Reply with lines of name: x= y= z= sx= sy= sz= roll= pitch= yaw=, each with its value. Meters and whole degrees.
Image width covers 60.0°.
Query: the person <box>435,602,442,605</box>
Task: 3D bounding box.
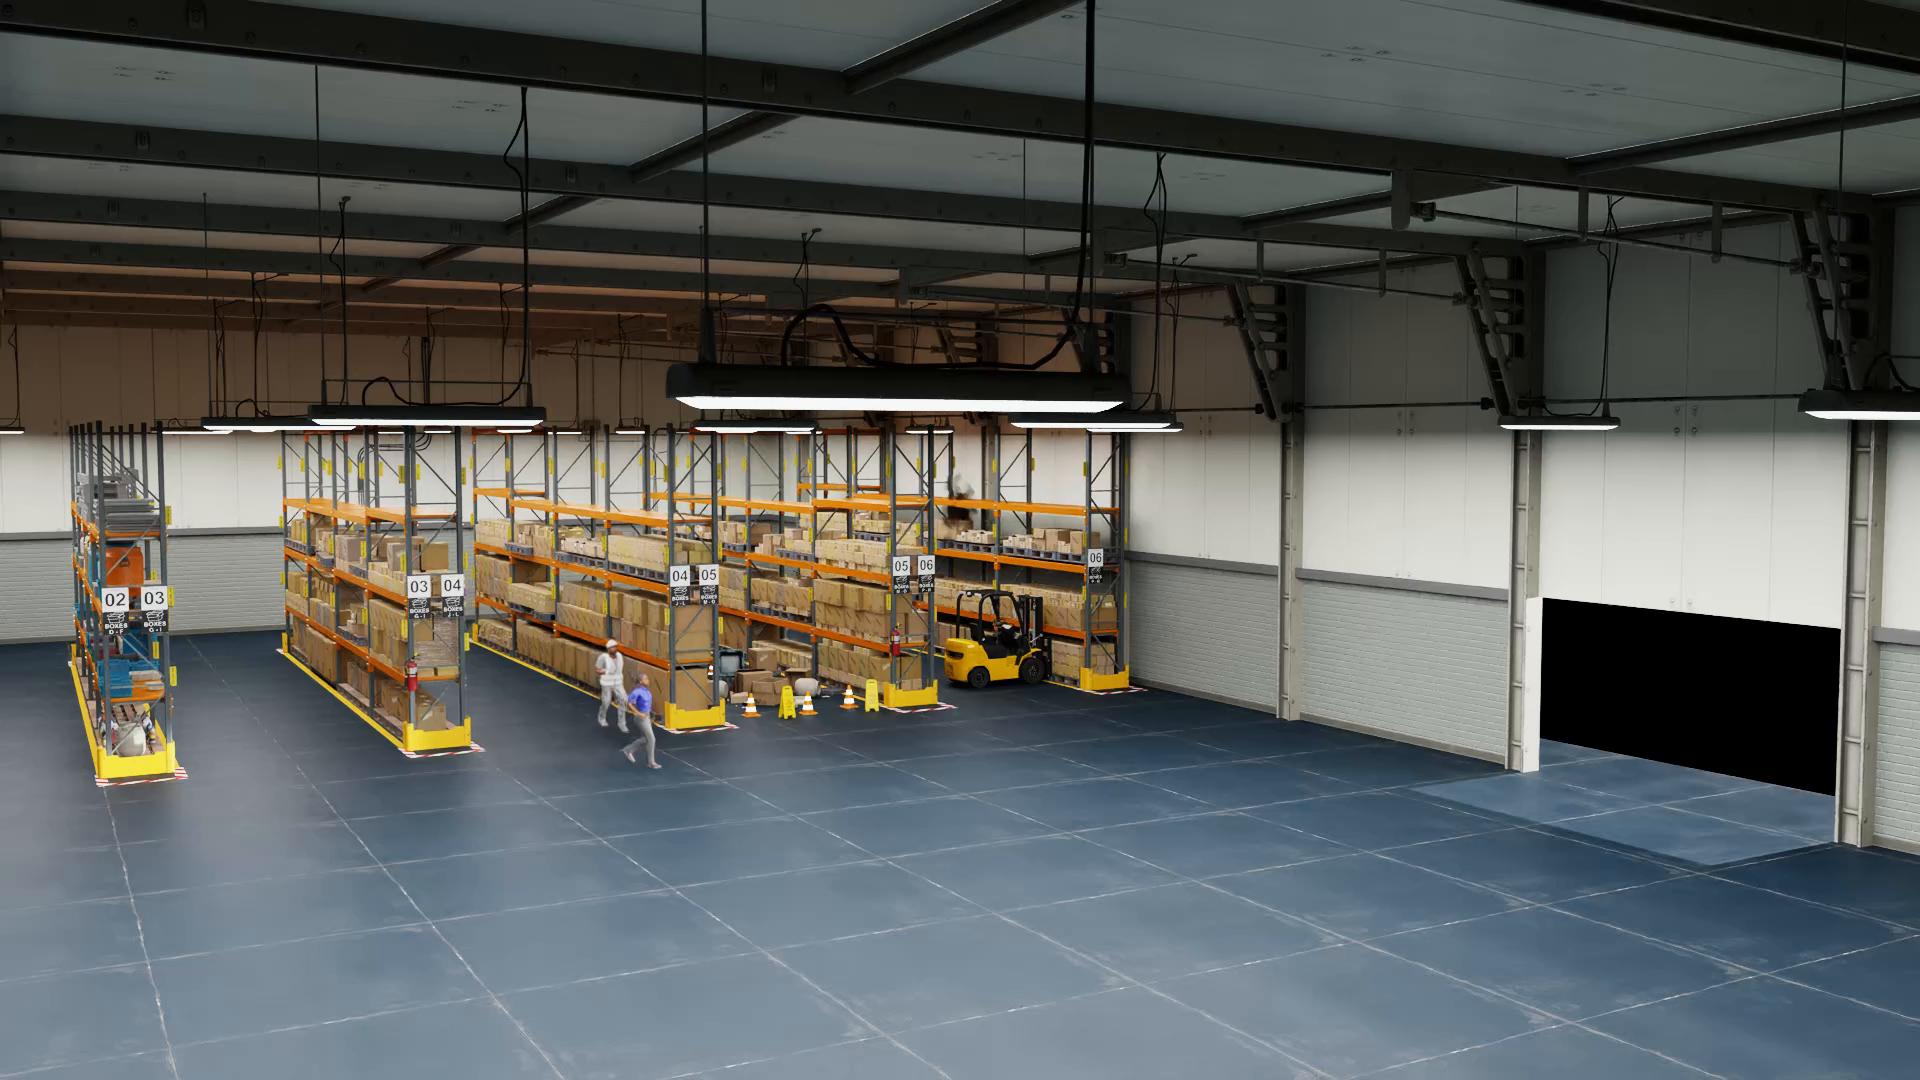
person: x=-14.797 y=1.964 z=47.013 sx=0.691 sy=1.731 sz=0.799 roll=3 pitch=4 yaw=38

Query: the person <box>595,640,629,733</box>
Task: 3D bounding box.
person: x=-6.810 y=2.840 z=32.413 sx=0.700 sy=1.817 sz=0.833 roll=-3 pitch=4 yaw=-37

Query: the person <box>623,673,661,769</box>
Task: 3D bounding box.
person: x=-5.540 y=3.126 z=28.809 sx=0.737 sy=1.653 sz=0.586 roll=1 pitch=4 yaw=10
